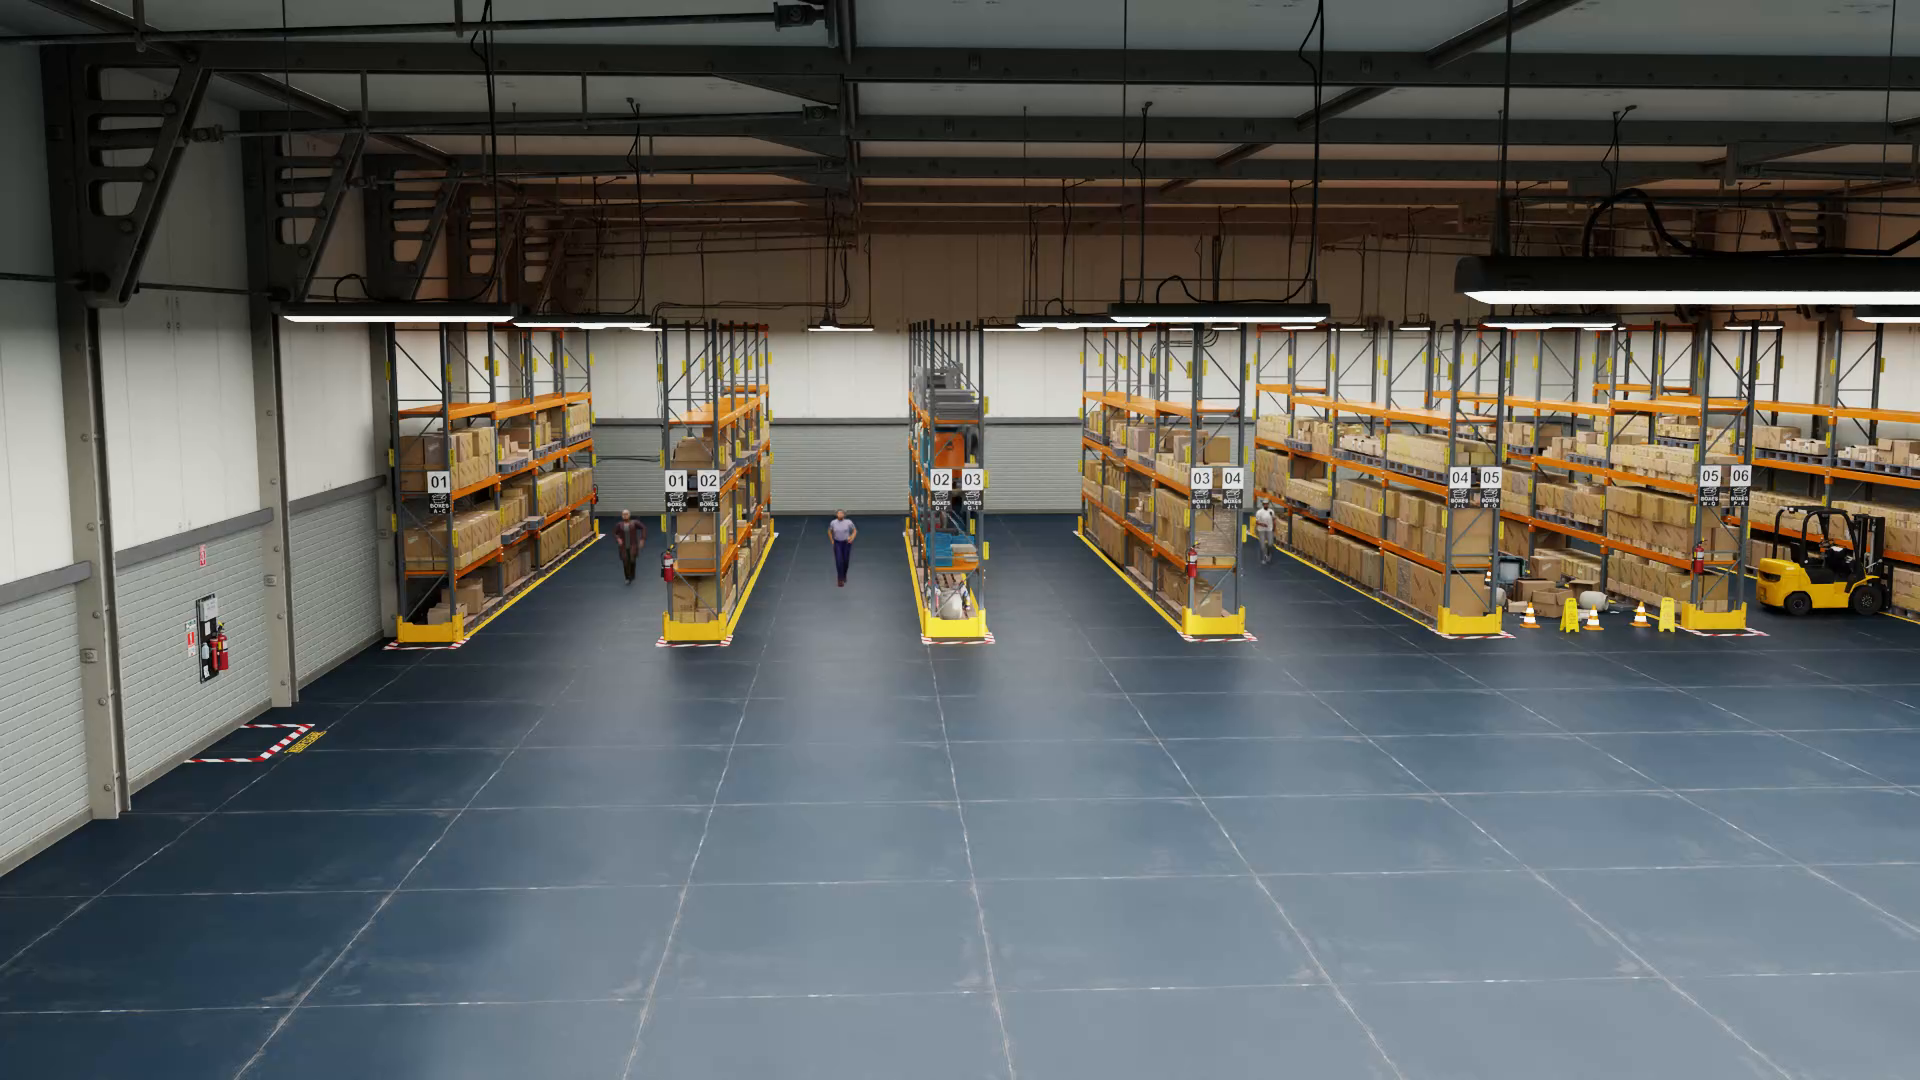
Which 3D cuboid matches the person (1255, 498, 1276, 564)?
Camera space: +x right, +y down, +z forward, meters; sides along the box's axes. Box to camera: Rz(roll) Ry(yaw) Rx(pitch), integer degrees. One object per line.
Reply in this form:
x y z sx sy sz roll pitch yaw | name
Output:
7.636 -0.218 41.417 0.558 1.662 0.580 0 7 0 | person

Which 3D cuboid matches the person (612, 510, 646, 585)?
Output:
-7.560 0.179 37.968 0.741 1.738 0.765 0 7 -2 | person

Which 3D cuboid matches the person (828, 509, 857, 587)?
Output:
-2.571 0.151 36.407 0.625 1.693 0.649 0 7 -2 | person
